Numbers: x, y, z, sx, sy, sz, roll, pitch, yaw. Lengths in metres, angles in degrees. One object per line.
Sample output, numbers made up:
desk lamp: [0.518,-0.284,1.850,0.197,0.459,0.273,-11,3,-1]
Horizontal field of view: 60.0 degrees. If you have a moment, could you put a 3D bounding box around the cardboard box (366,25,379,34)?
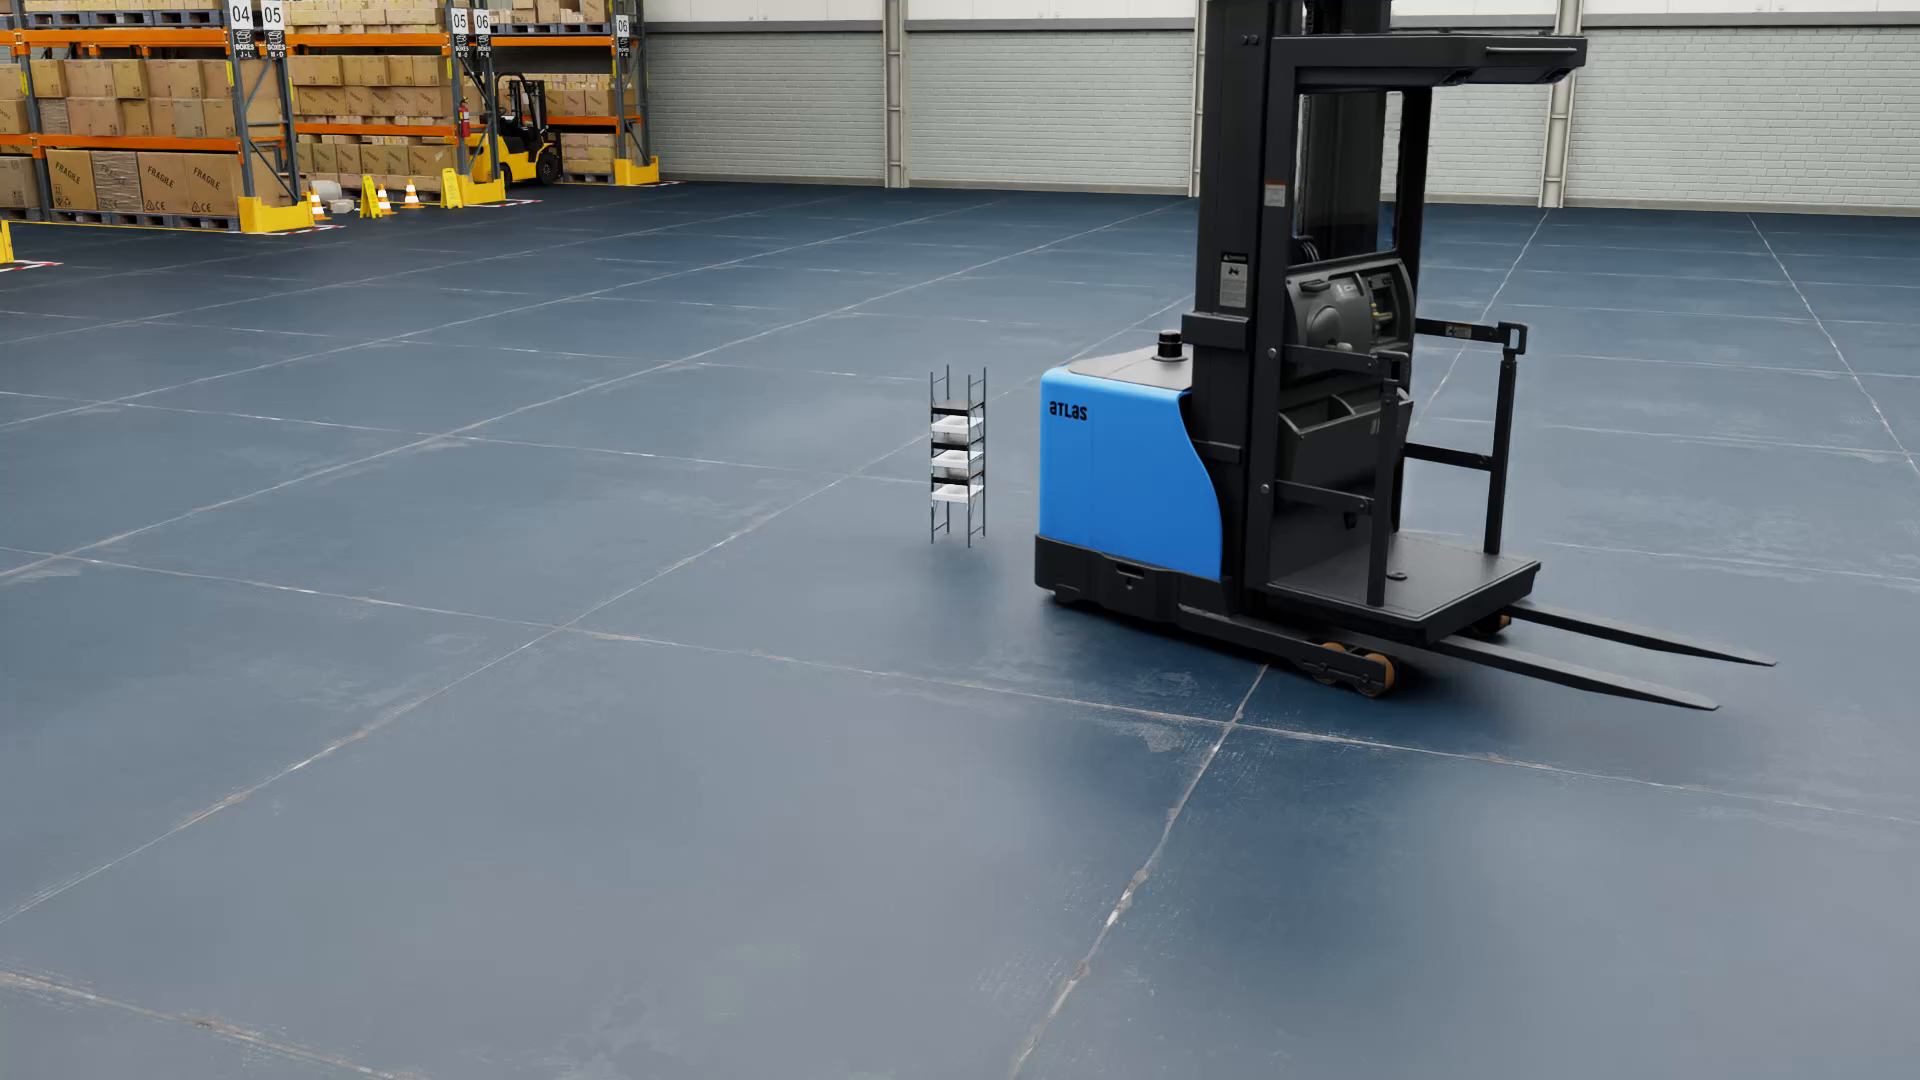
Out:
cardboard box: [-9.913,-8.724,28.413,0.250,0.149,0.380,6,17,19]

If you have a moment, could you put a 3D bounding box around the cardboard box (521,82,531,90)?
cardboard box: [-8.569,-9.094,33.275,0.250,0.149,0.380,6,17,19]

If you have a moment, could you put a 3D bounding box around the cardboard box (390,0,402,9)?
cardboard box: [-9.407,-9.059,28.140,0.250,0.149,0.380,6,17,21]

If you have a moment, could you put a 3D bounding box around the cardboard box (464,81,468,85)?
cardboard box: [-10.000,-9.257,33.838,0.250,0.149,0.380,6,17,20]

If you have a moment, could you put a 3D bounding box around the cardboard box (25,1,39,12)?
cardboard box: [-13.527,-7.861,24.509,0.250,0.149,0.380,6,17,20]

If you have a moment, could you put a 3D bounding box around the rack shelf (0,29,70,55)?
rack shelf: [-15.601,-7.716,25.783,4.000,0.370,1.077,6,17,21]

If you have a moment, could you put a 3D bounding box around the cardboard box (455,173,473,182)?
cardboard box: [-8.946,-6.337,29.301,0.500,0.250,0.500,6,17,20]

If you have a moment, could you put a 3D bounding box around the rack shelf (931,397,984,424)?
rack shelf: [-0.008,-0.660,8.485,0.200,0.077,0.258,6,17,21]

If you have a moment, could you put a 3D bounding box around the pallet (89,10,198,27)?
pallet: [-11.852,-7.603,24.261,1.213,0.211,1.003,6,17,21]

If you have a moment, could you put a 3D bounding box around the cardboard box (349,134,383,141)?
cardboard box: [-12.736,-8.337,35.517,0.625,0.625,0.875,7,18,22]

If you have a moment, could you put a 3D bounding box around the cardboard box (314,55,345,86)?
cardboard box: [-10.764,-8.164,28.910,0.500,0.500,0.700,6,17,19]

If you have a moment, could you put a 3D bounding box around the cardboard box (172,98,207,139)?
cardboard box: [-10.901,-6.156,24.230,0.550,0.550,0.875,6,17,21]

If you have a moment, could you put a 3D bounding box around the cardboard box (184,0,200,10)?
cardboard box: [-10.687,-7.549,23.435,0.250,0.149,0.380,6,17,21]

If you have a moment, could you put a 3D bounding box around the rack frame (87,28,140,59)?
rack frame: [-15.739,-8.120,31.264,0.127,3.000,1.000,6,17,21]

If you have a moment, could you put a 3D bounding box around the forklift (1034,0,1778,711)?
forklift: [1.765,-0.955,6.707,3.031,2.935,1.130,15,22,41]

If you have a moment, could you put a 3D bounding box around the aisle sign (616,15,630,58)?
aisle sign: [-6.526,-9.755,32.232,0.004,0.787,0.394,6,17,21]

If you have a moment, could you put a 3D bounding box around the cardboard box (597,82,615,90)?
cardboard box: [-6.905,-8.912,32.648,0.250,0.149,0.380,7,17,21]

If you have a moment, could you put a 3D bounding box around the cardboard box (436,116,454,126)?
cardboard box: [-8.724,-7.164,28.420,0.250,0.149,0.380,7,18,22]

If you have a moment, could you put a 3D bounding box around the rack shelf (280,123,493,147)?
rack shelf: [-10.158,-7.161,29.250,4.000,0.370,1.077,6,17,21]

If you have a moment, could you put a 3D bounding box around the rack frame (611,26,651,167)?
rack frame: [-6.479,-8.589,32.880,0.127,3.000,1.000,6,17,21]

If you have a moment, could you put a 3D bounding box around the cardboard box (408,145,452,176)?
cardboard box: [-9.138,-6.557,28.714,0.500,0.500,0.500,6,17,21]

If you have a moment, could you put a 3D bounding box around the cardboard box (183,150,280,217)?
cardboard box: [-10.675,-5.241,24.404,0.875,0.875,0.875,6,17,21]

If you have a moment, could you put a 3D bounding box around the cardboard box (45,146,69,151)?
cardboard box: [-17.180,-7.486,32.137,0.875,0.875,0.875,7,17,21]

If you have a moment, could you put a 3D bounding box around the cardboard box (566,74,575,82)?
cardboard box: [-7.588,-9.155,32.954,0.250,0.149,0.380,6,17,21]

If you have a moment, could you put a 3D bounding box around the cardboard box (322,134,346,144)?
cardboard box: [-10.995,-7.053,29.258,0.250,0.149,0.380,7,18,23]

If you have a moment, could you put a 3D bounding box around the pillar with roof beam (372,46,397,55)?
pillar with roof beam: [-13.958,-11.273,31.363,0.400,9.000,9.100,6,17,21]

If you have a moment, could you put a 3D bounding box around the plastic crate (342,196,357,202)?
plastic crate: [-10.859,-5.935,28.975,0.583,0.080,0.402,0,16,1]

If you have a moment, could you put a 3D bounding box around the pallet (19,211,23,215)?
pallet: [-15.625,-5.261,26.418,1.213,0.211,1.003,6,17,21]

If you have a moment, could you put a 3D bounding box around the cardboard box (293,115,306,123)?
cardboard box: [-11.589,-7.462,29.449,0.250,0.149,0.380,7,18,22]

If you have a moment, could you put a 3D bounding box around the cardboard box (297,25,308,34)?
cardboard box: [-11.324,-8.897,29.011,0.250,0.149,0.380,6,17,21]

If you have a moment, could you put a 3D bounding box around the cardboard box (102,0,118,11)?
cardboard box: [-12.112,-7.705,23.973,0.250,0.149,0.380,7,17,21]

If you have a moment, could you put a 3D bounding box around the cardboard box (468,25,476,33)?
cardboard box: [-8.487,-8.740,28.468,0.250,0.149,0.380,6,17,21]

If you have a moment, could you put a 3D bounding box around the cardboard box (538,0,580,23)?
cardboard box: [-7.897,-10.440,32.764,0.500,0.500,0.700,6,17,21]

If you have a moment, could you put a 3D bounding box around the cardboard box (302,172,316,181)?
cardboard box: [-11.568,-6.462,29.730,0.500,0.250,0.500,5,17,18]

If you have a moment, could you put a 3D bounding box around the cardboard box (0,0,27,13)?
cardboard box: [-14.456,-8.066,25.032,0.500,0.250,0.500,6,17,21]

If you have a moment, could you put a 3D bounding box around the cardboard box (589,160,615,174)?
cardboard box: [-7.032,-7.437,33.088,0.500,0.250,0.500,6,17,21]

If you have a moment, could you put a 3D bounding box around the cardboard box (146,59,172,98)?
cardboard box: [-11.367,-6.771,24.411,0.550,0.550,0.875,6,17,21]

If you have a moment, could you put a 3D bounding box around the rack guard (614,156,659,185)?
rack guard: [-6.457,-7.386,33.220,0.348,0.500,1.175,6,17,21]

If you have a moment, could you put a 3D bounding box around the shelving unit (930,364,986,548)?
shelving unit: [-0.008,-0.433,8.551,0.210,0.900,0.258,6,17,21]

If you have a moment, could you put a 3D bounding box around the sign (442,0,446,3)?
sign: [-8.520,-9.025,27.414,0.005,0.325,0.100,6,17,21]

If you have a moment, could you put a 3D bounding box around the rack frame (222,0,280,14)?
rack frame: [-10.019,-8.889,23.150,0.127,3.000,1.000,6,17,21]

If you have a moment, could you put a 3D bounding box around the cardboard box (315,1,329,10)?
cardboard box: [-10.866,-9.202,28.632,0.250,0.149,0.380,6,17,19]

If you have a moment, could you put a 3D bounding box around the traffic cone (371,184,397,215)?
traffic cone: [-9.262,-5.470,26.686,0.334,0.463,0.336,6,17,21]

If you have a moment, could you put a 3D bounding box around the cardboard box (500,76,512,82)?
cardboard box: [-9.043,-9.292,33.423,0.250,0.149,0.380,6,17,20]

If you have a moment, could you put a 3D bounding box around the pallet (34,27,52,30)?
pallet: [-17.399,-9.636,31.443,1.213,0.211,1.003,7,18,23]

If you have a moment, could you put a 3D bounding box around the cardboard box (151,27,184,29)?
cardboard box: [-14.310,-9.461,30.319,0.637,0.503,0.797,6,17,21]

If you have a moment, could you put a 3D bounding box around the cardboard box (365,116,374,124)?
cardboard box: [-10.138,-7.325,28.976,0.250,0.149,0.380,6,17,21]

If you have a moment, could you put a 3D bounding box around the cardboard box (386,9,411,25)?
cardboard box: [-9.335,-8.851,28.136,0.500,0.250,0.500,6,17,20]

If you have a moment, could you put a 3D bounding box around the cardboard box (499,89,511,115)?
cardboard box: [-8.921,-8.833,33.540,0.500,0.500,0.500,6,17,20]

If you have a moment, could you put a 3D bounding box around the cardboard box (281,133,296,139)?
cardboard box: [-14.474,-8.705,35.846,0.250,0.149,0.380,5,17,18]

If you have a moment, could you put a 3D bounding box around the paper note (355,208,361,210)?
paper note: [-9.907,-5.456,27.413,0.142,0.019,0.148,0,16,1]

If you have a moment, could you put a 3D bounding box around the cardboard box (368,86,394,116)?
cardboard box: [-9.832,-7.581,28.694,0.500,0.500,0.500,6,17,20]
